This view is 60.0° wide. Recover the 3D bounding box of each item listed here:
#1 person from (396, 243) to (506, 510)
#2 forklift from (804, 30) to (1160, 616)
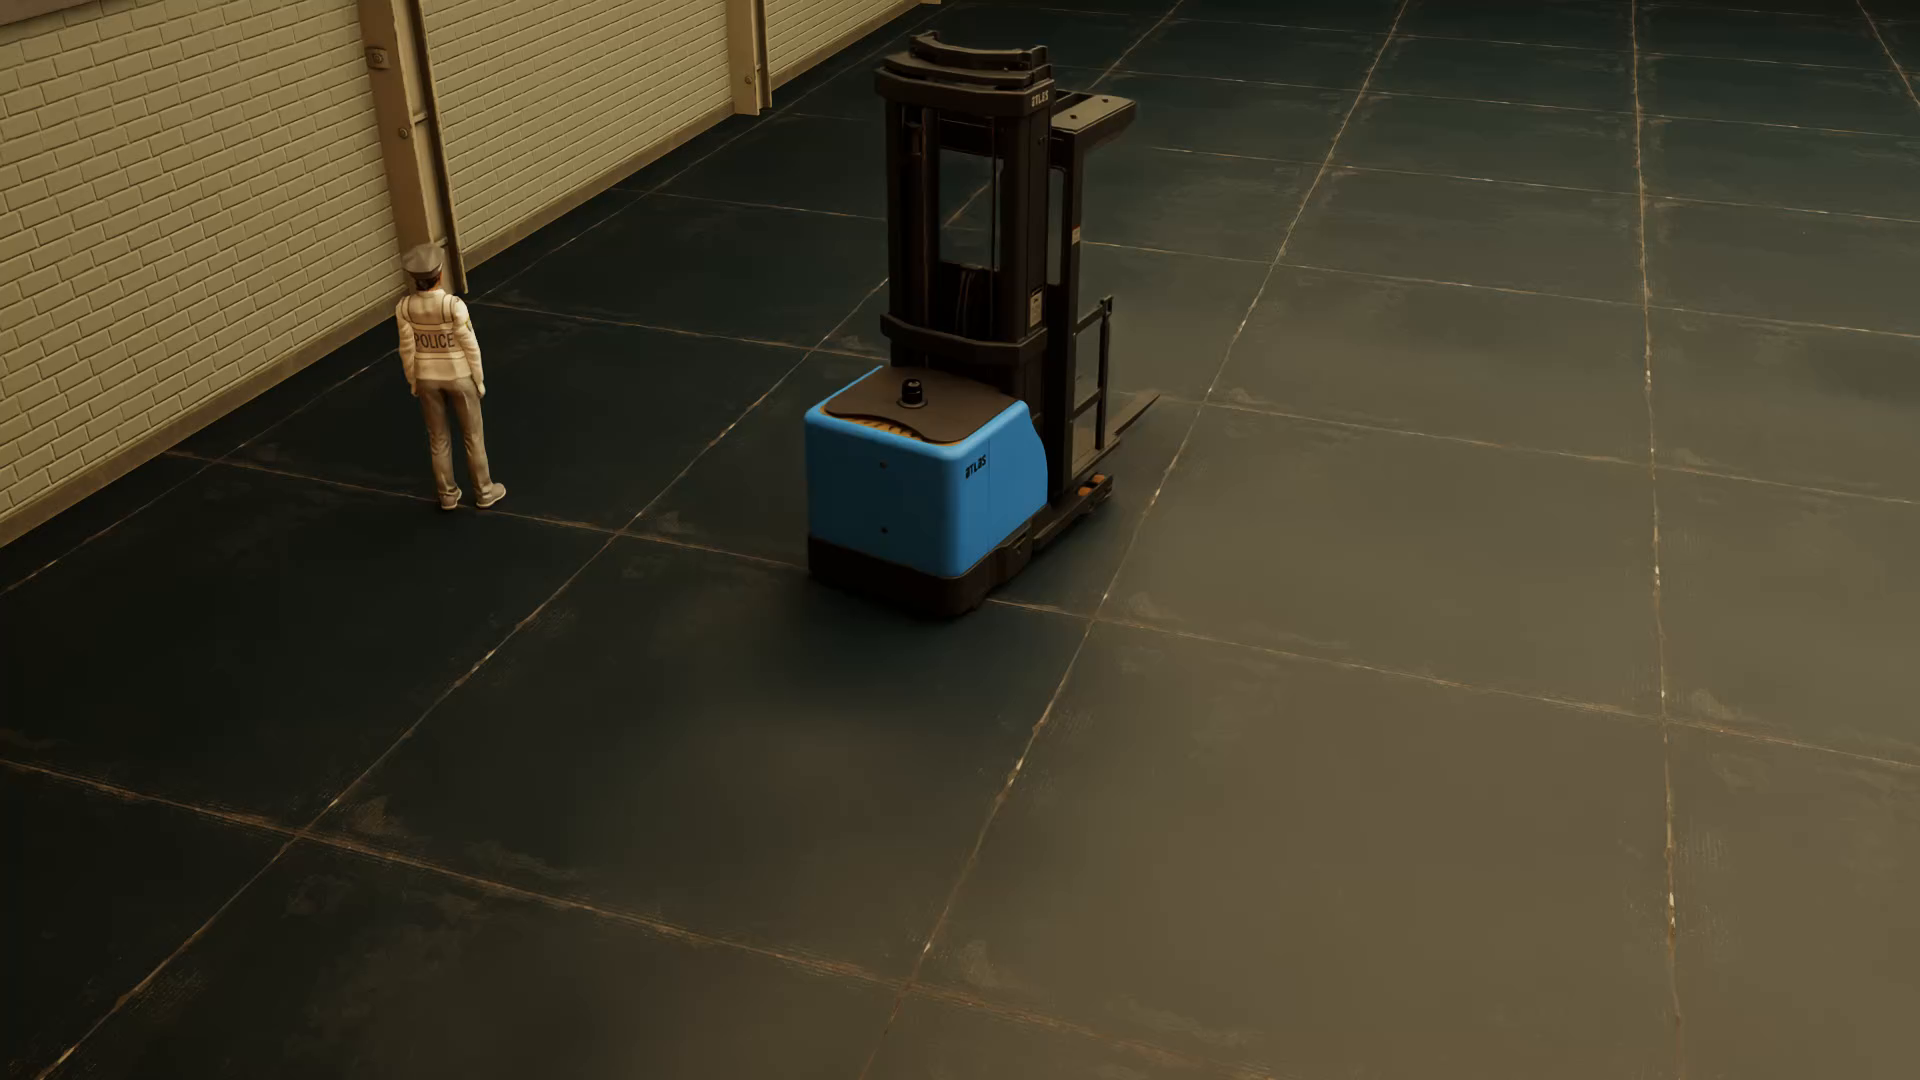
[{"bbox_3d":[-3.119,-0.975,10.104,0.464,1.692,0.336,0,30,-1],"label":"person"},{"bbox_3d":[0.311,-1.547,9.851,1.130,2.935,3.031,17,34,27],"label":"forklift"}]
